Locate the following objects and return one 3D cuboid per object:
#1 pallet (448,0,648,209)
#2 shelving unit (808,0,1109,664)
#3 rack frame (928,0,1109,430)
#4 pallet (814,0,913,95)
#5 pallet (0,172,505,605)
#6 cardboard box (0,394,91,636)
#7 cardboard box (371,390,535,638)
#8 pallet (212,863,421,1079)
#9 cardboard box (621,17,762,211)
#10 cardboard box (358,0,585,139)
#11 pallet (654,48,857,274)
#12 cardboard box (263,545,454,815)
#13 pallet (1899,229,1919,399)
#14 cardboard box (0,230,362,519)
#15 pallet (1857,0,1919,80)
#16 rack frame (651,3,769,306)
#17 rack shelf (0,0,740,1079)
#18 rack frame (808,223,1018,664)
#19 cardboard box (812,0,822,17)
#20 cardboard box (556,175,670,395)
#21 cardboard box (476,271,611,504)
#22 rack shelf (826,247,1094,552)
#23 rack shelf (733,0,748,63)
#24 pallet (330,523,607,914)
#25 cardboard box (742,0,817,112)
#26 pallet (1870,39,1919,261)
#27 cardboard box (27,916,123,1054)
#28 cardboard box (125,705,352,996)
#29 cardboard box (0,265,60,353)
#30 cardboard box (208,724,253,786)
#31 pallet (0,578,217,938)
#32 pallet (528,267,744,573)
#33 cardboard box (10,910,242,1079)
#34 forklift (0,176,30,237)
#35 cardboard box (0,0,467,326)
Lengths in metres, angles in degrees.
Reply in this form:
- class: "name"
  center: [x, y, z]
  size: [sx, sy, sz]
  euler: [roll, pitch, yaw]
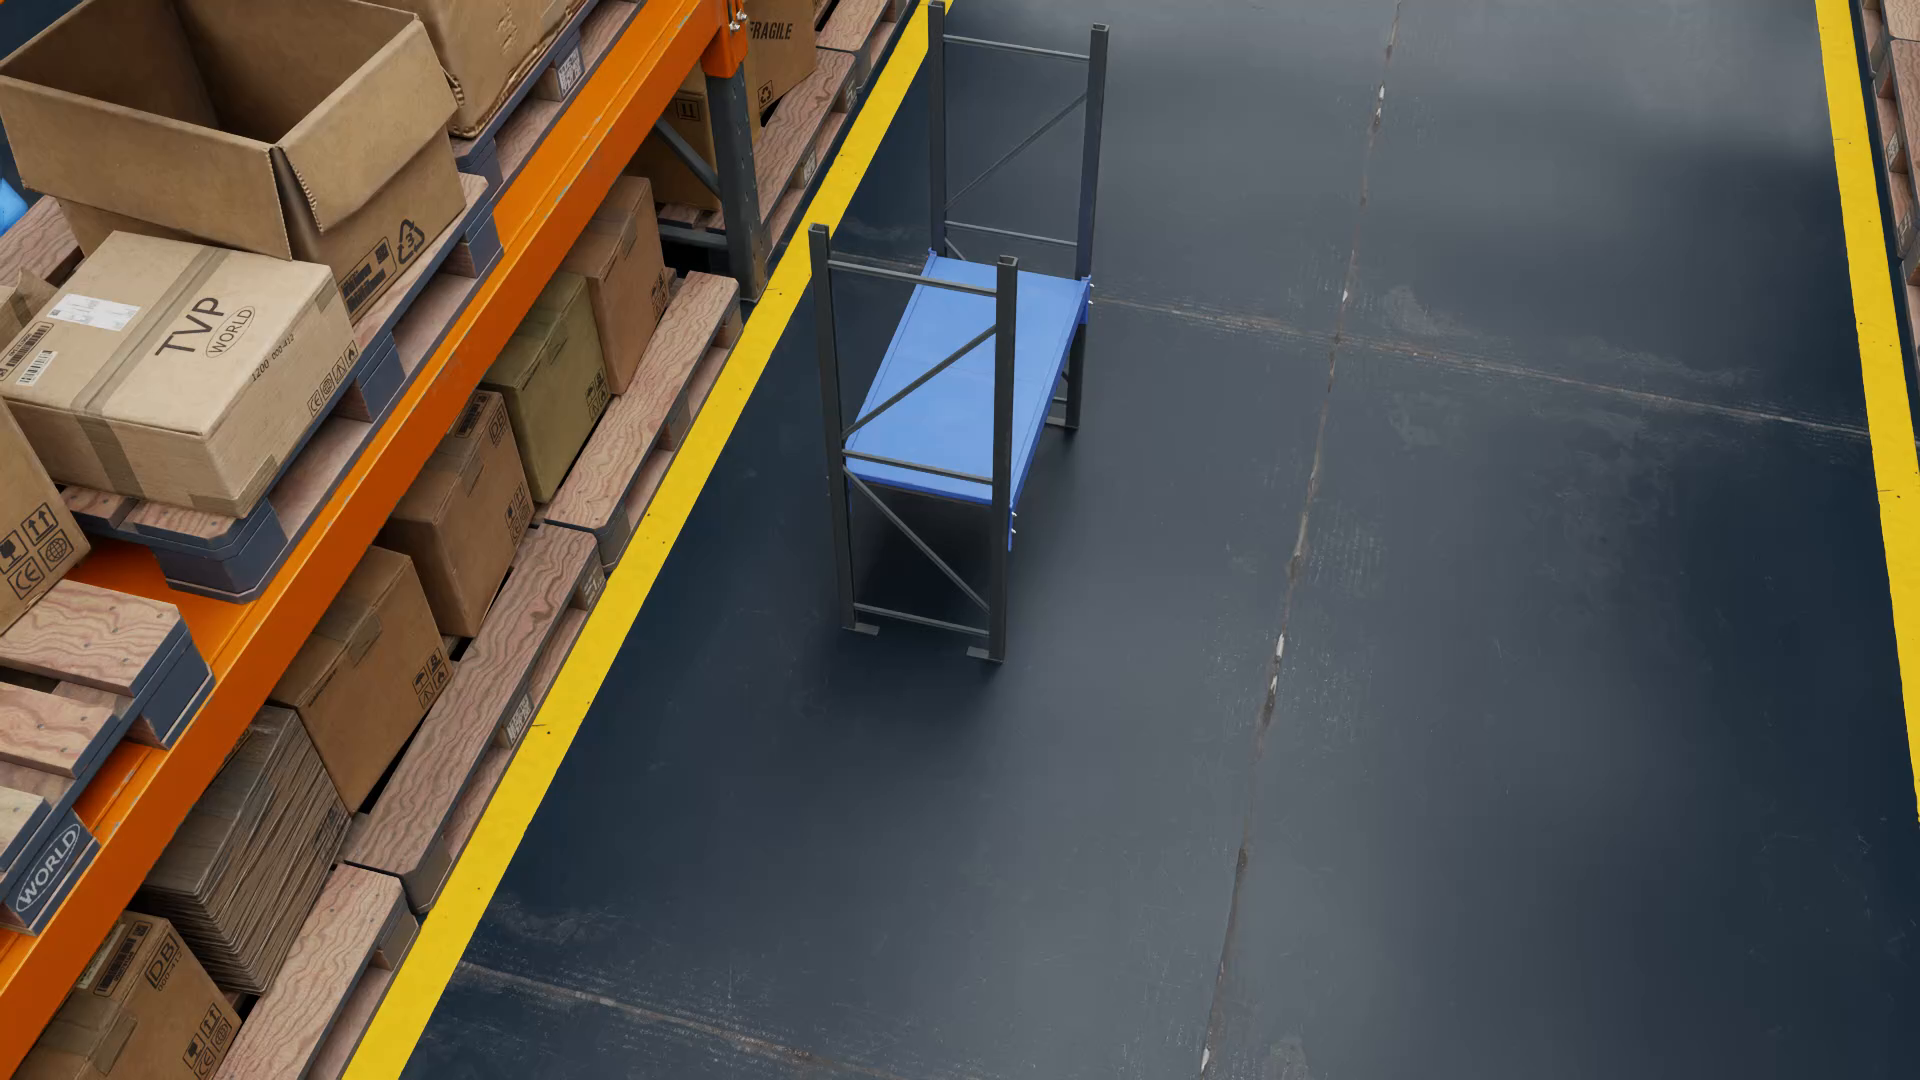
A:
- class: "pallet"
  center: [-1.540, -1.394, 4.607]
  size: [1.003, 0.211, 1.213]
  euler: [12, 50, 10]
- class: "shelving unit"
  center: [0.022, -0.558, 4.742]
  size: [0.538, 1.500, 1.048]
  euler: [12, 50, 10]
- class: "rack frame"
  center: [0.156, -0.926, 5.067]
  size: [0.500, 1.500, 0.032]
  euler: [12, 50, 10]
- class: "pallet"
  center: [-0.736, -2.437, 7.260]
  size: [1.003, 0.211, 1.213]
  euler: [12, 50, 10]
- class: "pallet"
  center: [-1.769, -0.465, 3.787]
  size: [1.003, 0.211, 1.213]
  euler: [12, 50, 10]
- class: "cardboard box"
  center: [-2.097, -0.082, 2.975]
  size: [0.700, 0.500, 0.500]
  euler: [18, 51, 16]
- class: "cardboard box"
  center: [-1.671, -0.114, 4.724]
  size: [0.700, 0.500, 0.500]
  euler: [8, 49, 7]
- class: "pallet"
  center: [-2.044, 1.270, 3.989]
  size: [1.003, 0.211, 1.213]
  euler: [12, 50, 10]
- class: "cardboard box"
  center: [-1.054, -1.575, 6.026]
  size: [0.500, 0.500, 0.500]
  euler: [10, 49, 9]
- class: "cardboard box"
  center: [-1.542, -1.772, 4.133]
  size: [1.000, 1.000, 1.000]
  euler: [12, 50, 10]
- class: "pallet"
  center: [-1.055, -1.551, 6.478]
  size: [1.003, 0.211, 1.213]
  euler: [12, 50, 10]
- class: "cardboard box"
  center: [-1.818, 0.290, 4.367]
  size: [0.700, 0.500, 0.500]
  euler: [15, 50, 13]
- class: "pallet"
  center: [3.797, -0.559, 5.602]
  size: [1.003, 0.211, 1.213]
  euler: [12, 50, 10]
- class: "cardboard box"
  center: [-1.588, -0.344, 3.373]
  size: [0.500, 0.250, 0.500]
  euler: [10, 49, 9]
- class: "pallet"
  center: [4.439, -2.324, 7.160]
  size: [1.003, 0.211, 1.213]
  euler: [12, 50, 10]
- class: "rack frame"
  center: [-1.198, -1.981, 4.998]
  size: [1.000, 3.000, 0.127]
  euler: [12, 50, 10]
- class: "rack shelf"
  center: [-1.724, -0.297, 3.991]
  size: [1.077, 0.370, 4.000]
  euler: [12, 50, 10]
- class: "rack frame"
  center: [-0.111, -0.190, 4.418]
  size: [0.500, 1.500, 0.032]
  euler: [12, 50, 10]
- class: "cardboard box"
  center: [-0.823, -2.455, 6.803]
  size: [0.500, 0.500, 0.500]
  euler: [8, 49, 7]
- class: "cardboard box"
  center: [-1.380, -0.860, 5.382]
  size: [0.700, 0.500, 0.500]
  euler: [8, 49, 7]
- class: "cardboard box"
  center: [-1.524, -0.519, 5.081]
  size: [0.700, 0.500, 0.500]
  euler: [11, 50, 10]
- class: "rack shelf"
  center: [0.022, -0.439, 4.877]
  size: [0.538, 0.185, 1.000]
  euler: [12, 50, 10]
- class: "rack shelf"
  center: [-0.672, -3.190, 6.545]
  size: [1.077, 0.370, 4.000]
  euler: [12, 50, 10]
- class: "pallet"
  center: [-1.721, 0.390, 4.765]
  size: [1.003, 0.211, 1.213]
  euler: [12, 50, 10]
- class: "cardboard box"
  center: [-0.911, -1.990, 6.393]
  size: [0.500, 0.500, 0.500]
  euler: [27, 54, 22]
- class: "pallet"
  center: [4.116, -1.444, 6.384]
  size: [1.003, 0.211, 1.213]
  euler: [12, 50, 10]
- class: "cardboard box"
  center: [-2.103, 0.855, 3.369]
  size: [0.500, 0.250, 0.500]
  euler: [13, 50, 12]
- class: "cardboard box"
  center: [-1.960, 0.701, 4.004]
  size: [0.700, 0.500, 0.500]
  euler: [8, 49, 7]
- class: "cardboard box"
  center: [-2.072, -0.442, 3.449]
  size: [0.396, 0.266, 0.258]
  euler: [10, 49, 9]
- class: "cardboard box"
  center: [-1.974, 0.469, 3.709]
  size: [0.500, 0.250, 0.500]
  euler: [17, 51, 14]
- class: "pallet"
  center: [-2.166, 0.439, 2.990]
  size: [1.213, 0.211, 1.003]
  euler: [12, 50, 10]
- class: "pallet"
  center: [-1.402, -0.495, 5.546]
  size: [1.003, 0.211, 1.213]
  euler: [12, 50, 10]
- class: "cardboard box"
  center: [-2.094, 1.105, 3.648]
  size: [0.700, 0.500, 0.500]
  euler: [9, 49, 8]
- class: "forklift"
  center: [-4.015, -0.684, 3.899]
  size: [3.031, 2.935, 1.130]
  euler: [-36, 57, -27]
- class: "cardboard box"
  center: [-1.565, -0.882, 3.679]
  size: [0.797, 0.503, 0.637]
  euler: [16, 51, 14]
